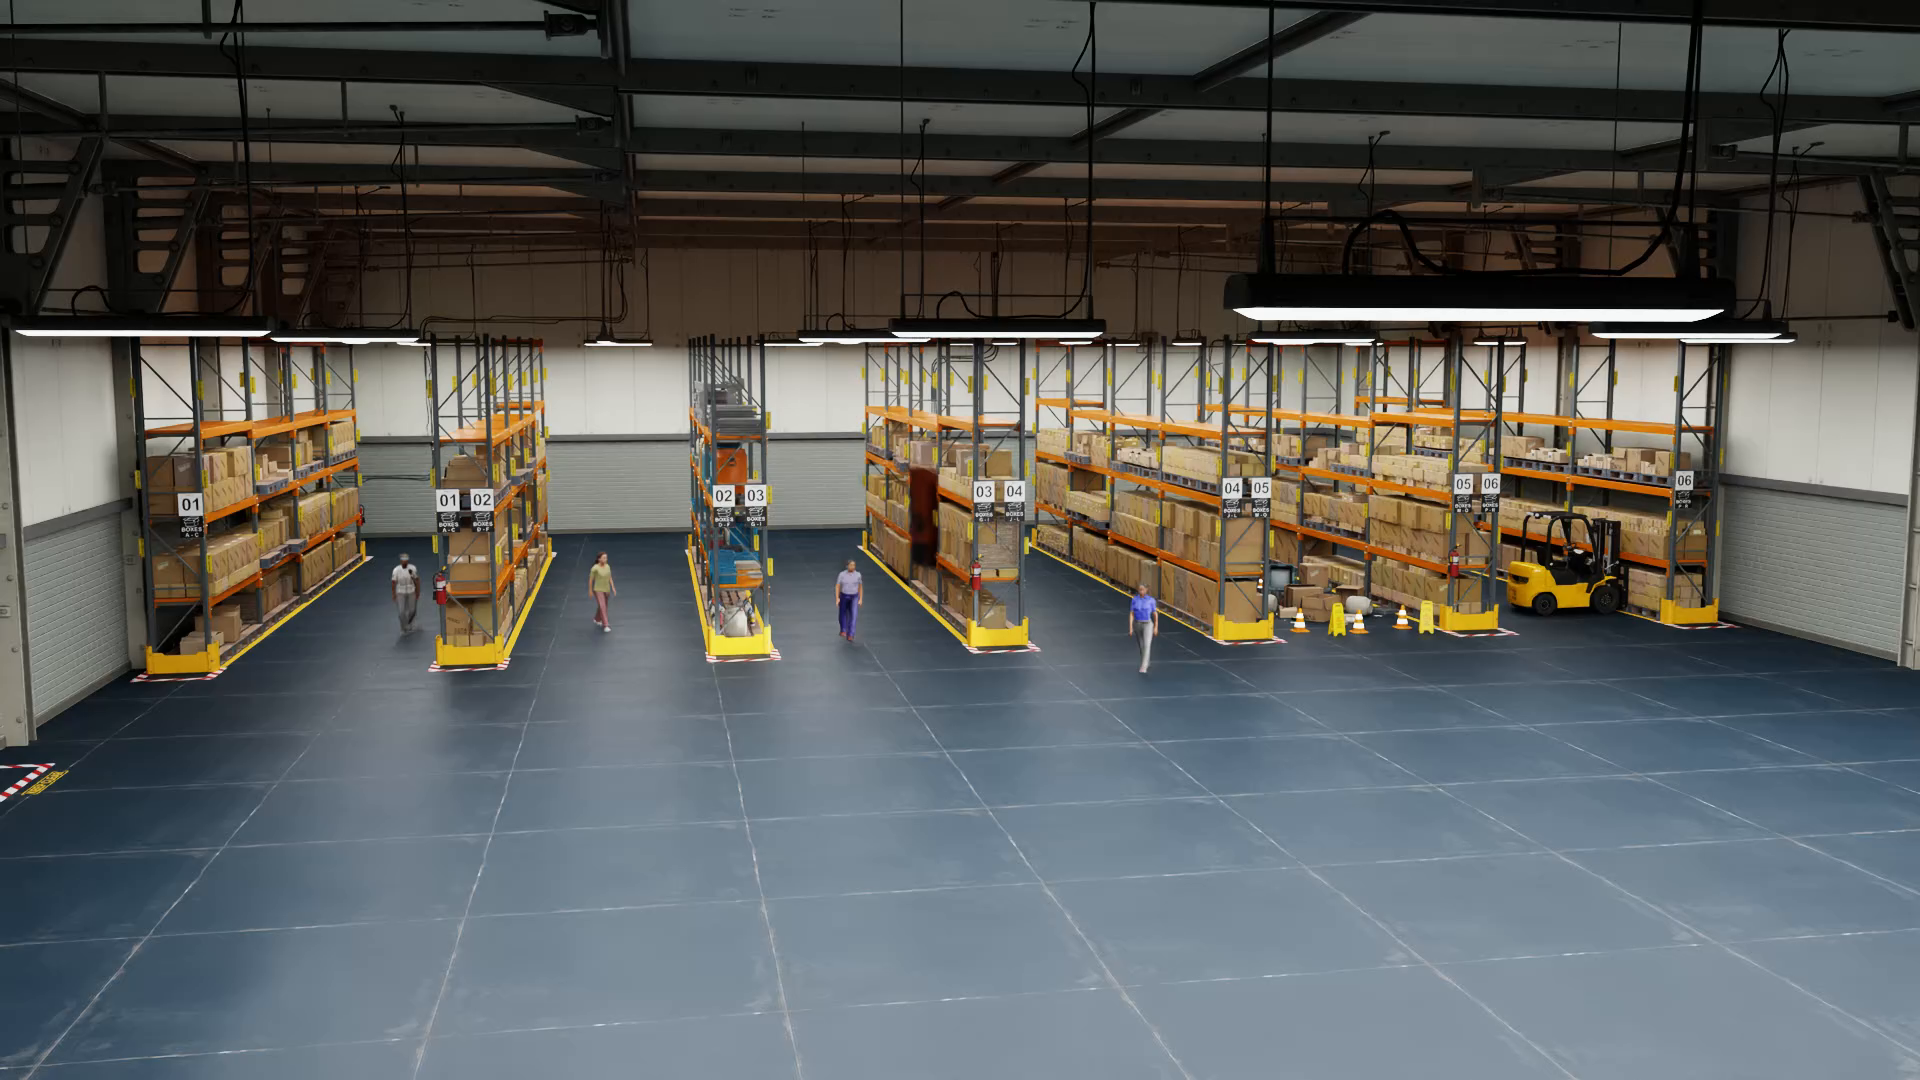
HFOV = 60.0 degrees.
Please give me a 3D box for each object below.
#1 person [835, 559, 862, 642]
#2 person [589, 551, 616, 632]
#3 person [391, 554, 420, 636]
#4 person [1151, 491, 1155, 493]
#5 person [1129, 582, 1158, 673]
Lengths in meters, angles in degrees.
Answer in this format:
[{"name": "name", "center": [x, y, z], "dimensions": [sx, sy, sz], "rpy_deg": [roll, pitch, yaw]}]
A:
[{"name": "person", "center": [-2.179, 1.172, 32.674], "dimensions": [0.544, 1.598, 0.976], "rpy_deg": [-1, 7, -8]}, {"name": "person", "center": [-7.299, 1.029, 33.858], "dimensions": [0.515, 1.612, 1.099], "rpy_deg": [-5, 8, -35]}, {"name": "person", "center": [-11.182, 1.075, 33.551], "dimensions": [0.540, 1.658, 0.554], "rpy_deg": [-2, 7, -18]}, {"name": "person", "center": [5.515, -0.572, 47.766], "dimensions": [0.398, 1.678, 0.488], "rpy_deg": [3, 7, 28]}, {"name": "person", "center": [3.219, 1.542, 29.388], "dimensions": [0.464, 1.609, 1.005], "rpy_deg": [3, 7, 27]}]
